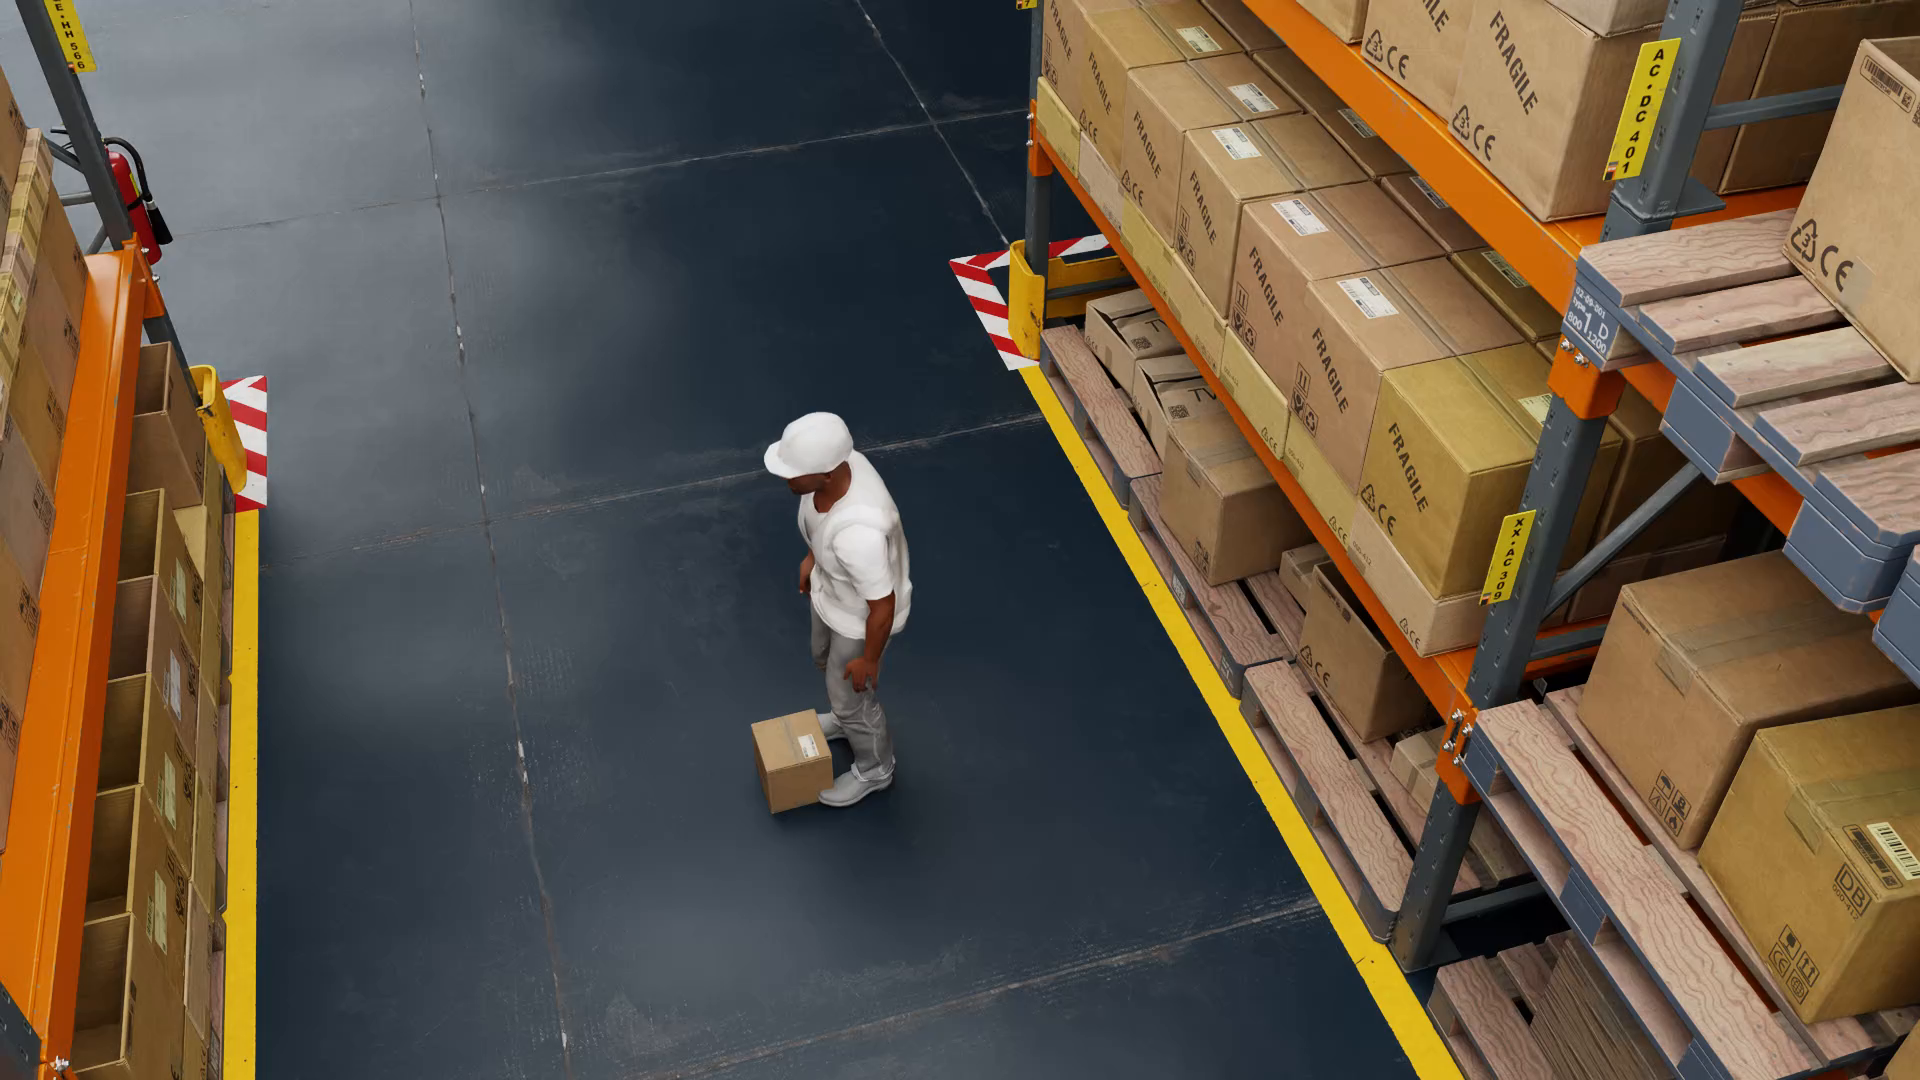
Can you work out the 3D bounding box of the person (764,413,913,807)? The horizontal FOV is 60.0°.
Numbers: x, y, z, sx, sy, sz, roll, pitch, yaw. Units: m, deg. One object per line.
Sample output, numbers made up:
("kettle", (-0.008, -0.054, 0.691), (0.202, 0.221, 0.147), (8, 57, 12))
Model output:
("person", (-0.416, 0.238, 5.884), (0.459, 1.759, 0.634), (-14, 44, -15))
